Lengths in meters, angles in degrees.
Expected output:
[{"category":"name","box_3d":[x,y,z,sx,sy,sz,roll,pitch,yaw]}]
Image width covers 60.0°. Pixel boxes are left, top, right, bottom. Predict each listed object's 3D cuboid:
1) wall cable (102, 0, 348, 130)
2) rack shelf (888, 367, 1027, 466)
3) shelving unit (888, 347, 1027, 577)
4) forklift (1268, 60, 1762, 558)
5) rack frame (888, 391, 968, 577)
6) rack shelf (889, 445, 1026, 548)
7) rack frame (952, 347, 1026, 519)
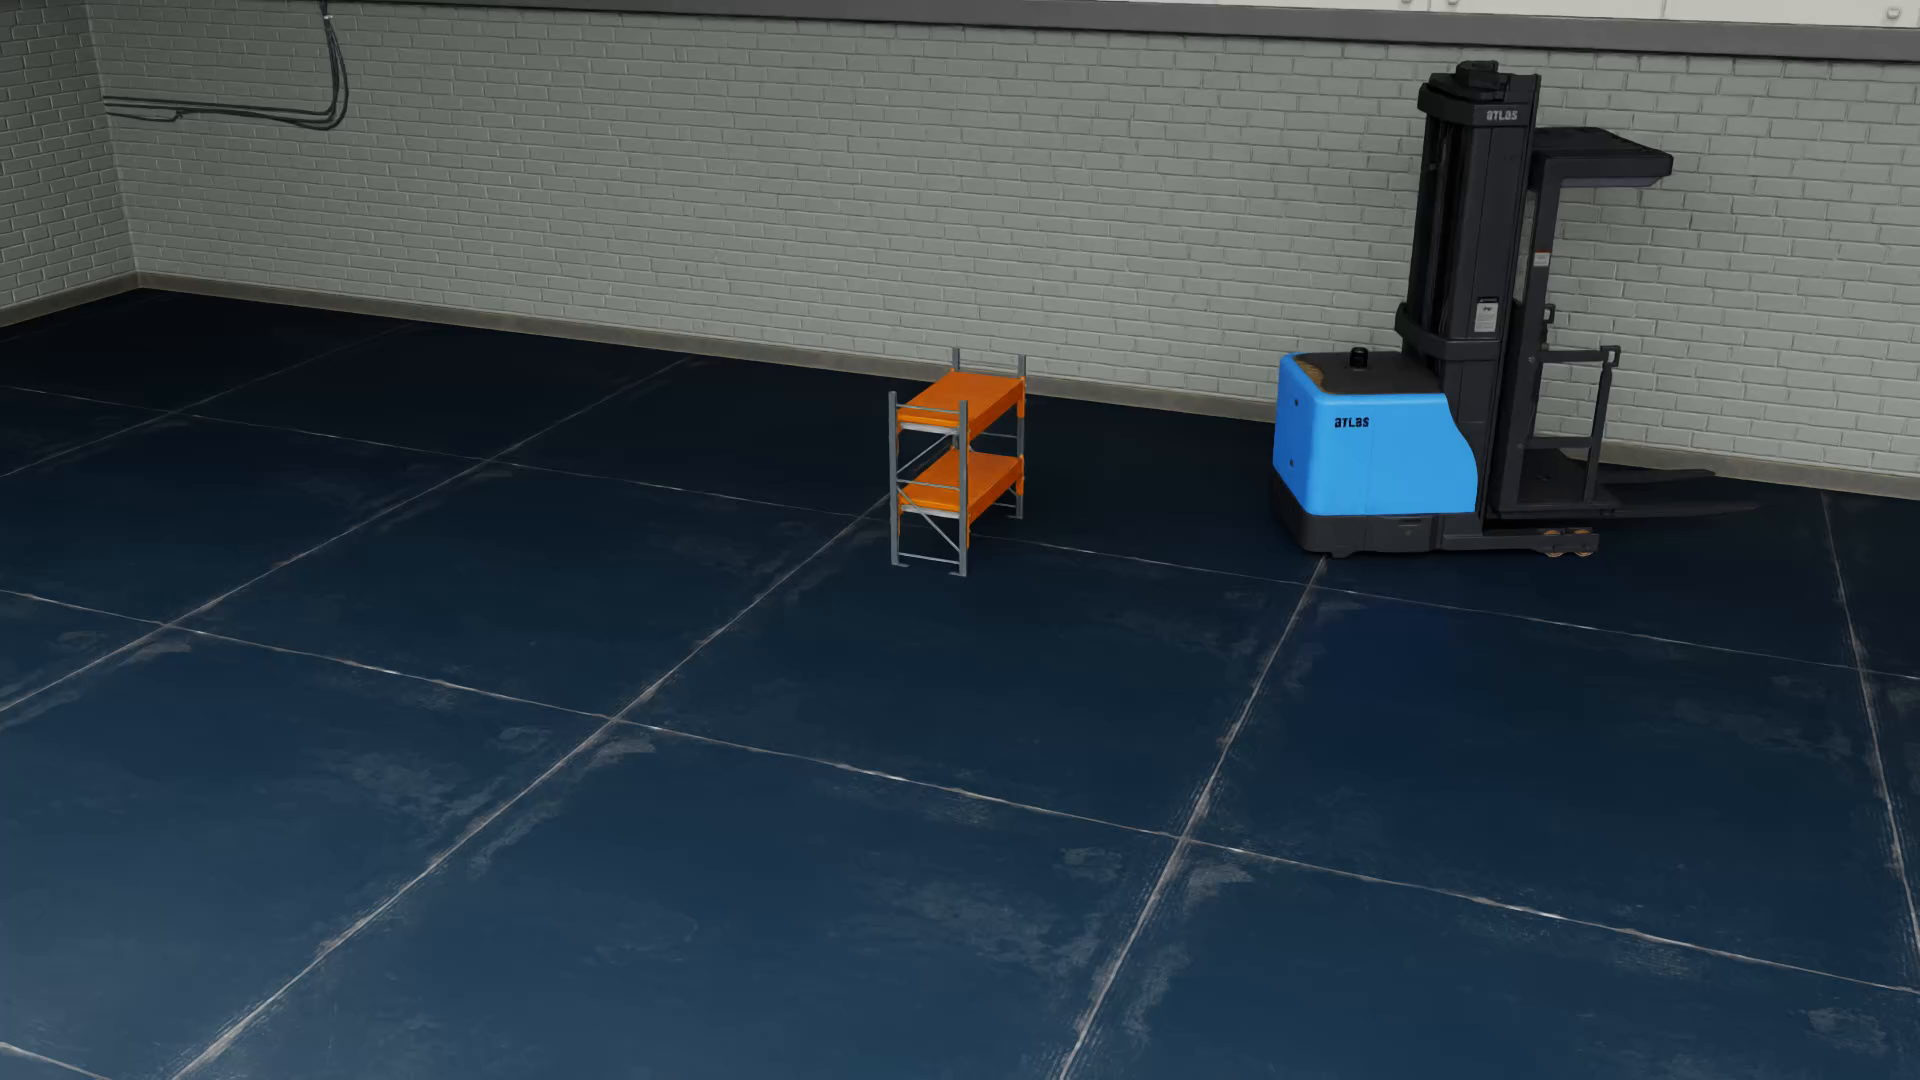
[{"category":"wall cable","box_3d":[-6.995,-5.071,15.244,3.097,2.526,0.112,9,24,20]},{"category":"rack shelf","box_3d":[-0.003,-0.787,10.415,0.538,0.278,1.000,9,24,20]},{"category":"shelving unit","box_3d":[-0.003,-0.517,10.527,0.538,1.125,1.048,9,24,20]},{"category":"forklift","box_3d":[3.622,-1.448,10.413,3.031,2.935,1.130,-2,23,-4]},{"category":"rack frame","box_3d":[-0.191,-0.335,10.092,0.500,1.125,0.032,9,24,20]},{"category":"rack shelf","box_3d":[-0.003,-0.291,10.622,0.538,0.278,1.000,9,24,20]},{"category":"rack frame","box_3d":[0.186,-0.699,10.963,0.500,1.125,0.032,9,24,20]}]
